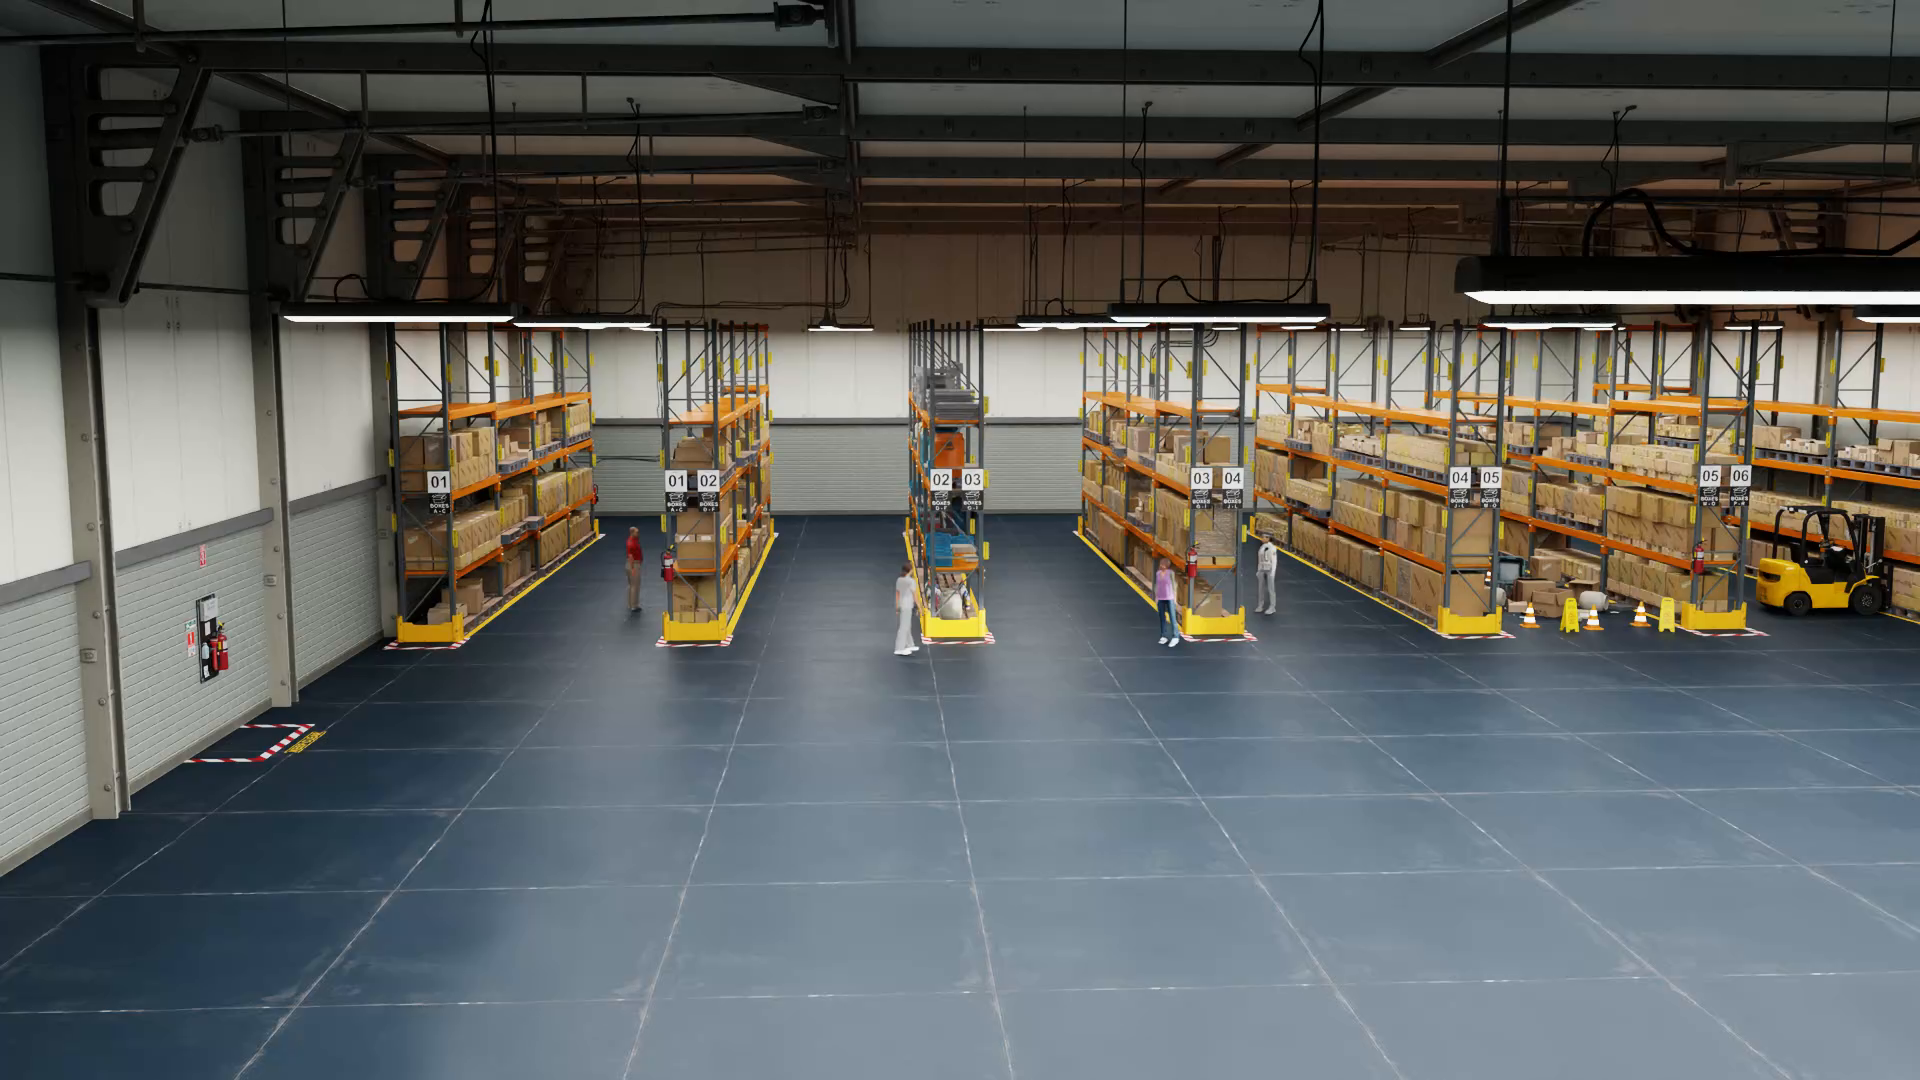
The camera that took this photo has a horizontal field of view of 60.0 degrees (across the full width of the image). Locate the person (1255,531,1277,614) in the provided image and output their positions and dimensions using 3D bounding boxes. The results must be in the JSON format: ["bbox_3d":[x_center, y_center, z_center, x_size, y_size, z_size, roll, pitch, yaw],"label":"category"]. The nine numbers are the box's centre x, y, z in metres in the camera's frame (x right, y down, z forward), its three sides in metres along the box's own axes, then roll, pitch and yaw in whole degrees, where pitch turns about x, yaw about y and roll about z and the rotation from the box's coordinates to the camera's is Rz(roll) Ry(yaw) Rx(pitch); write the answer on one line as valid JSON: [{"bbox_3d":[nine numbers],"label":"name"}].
[{"bbox_3d":[6.305,0.653,34.292,0.367,1.690,0.480,-7,10,-42],"label":"person"}]

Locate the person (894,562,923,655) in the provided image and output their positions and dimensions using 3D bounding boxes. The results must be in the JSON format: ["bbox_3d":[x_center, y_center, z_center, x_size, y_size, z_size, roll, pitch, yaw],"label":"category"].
[{"bbox_3d":[-0.908,1.222,29.884,0.570,1.661,0.515,-4,8,-27],"label":"person"}]

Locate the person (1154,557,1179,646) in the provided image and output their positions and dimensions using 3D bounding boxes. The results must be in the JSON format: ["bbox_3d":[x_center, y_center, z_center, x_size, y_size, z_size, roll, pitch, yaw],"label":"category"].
[{"bbox_3d":[3.822,1.127,30.860,0.514,1.609,0.375,5,8,33],"label":"person"}]

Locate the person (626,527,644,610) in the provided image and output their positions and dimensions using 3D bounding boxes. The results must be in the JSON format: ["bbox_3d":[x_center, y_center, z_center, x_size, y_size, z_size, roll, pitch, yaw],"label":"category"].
[{"bbox_3d":[-6.767,0.584,34.656,0.377,1.740,0.582,-3,8,-21],"label":"person"}]
